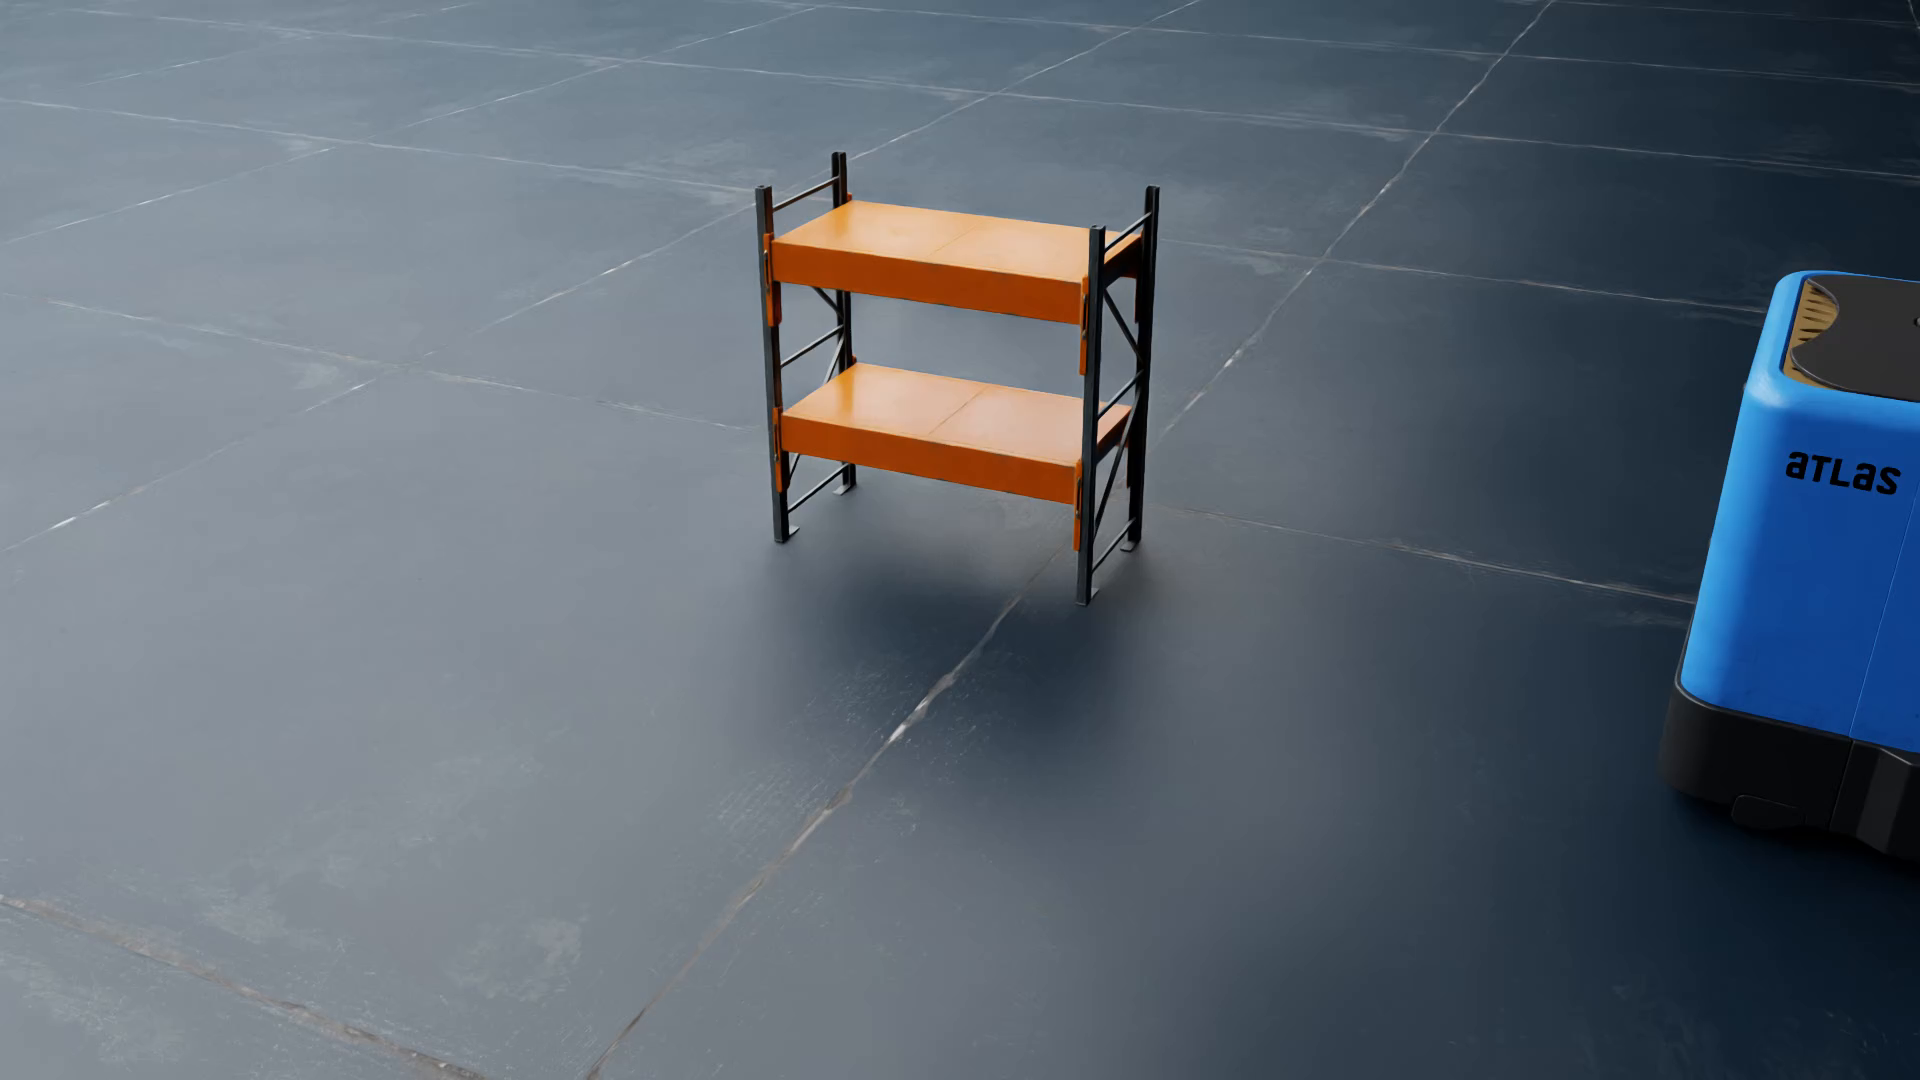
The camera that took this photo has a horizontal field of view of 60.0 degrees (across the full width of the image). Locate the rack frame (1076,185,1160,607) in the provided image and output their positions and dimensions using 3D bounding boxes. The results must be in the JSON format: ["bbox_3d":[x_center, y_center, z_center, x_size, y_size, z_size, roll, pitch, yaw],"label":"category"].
[{"bbox_3d":[0.457,-0.413,4.815,0.032,1.125,0.500,11,28,22],"label":"rack frame"}]

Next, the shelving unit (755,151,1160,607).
[{"bbox_3d":[-0.006,-0.506,5.004,1.048,1.125,0.538,11,28,22],"label":"shelving unit"}]

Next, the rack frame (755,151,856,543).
[{"bbox_3d":[-0.469,-0.599,5.193,0.032,1.125,0.500,11,28,22],"label":"rack frame"}]

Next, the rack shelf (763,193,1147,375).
[{"bbox_3d":[-0.006,-0.768,4.875,1.000,0.278,0.538,11,28,22],"label":"rack shelf"}]

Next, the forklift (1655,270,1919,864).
[{"bbox_3d":[3.206,-0.563,3.075,3.031,2.935,1.130,13,29,25],"label":"forklift"}]

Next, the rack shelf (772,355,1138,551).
[{"bbox_3d":[-0.006,-0.287,5.112,1.000,0.278,0.538,11,28,22],"label":"rack shelf"}]
